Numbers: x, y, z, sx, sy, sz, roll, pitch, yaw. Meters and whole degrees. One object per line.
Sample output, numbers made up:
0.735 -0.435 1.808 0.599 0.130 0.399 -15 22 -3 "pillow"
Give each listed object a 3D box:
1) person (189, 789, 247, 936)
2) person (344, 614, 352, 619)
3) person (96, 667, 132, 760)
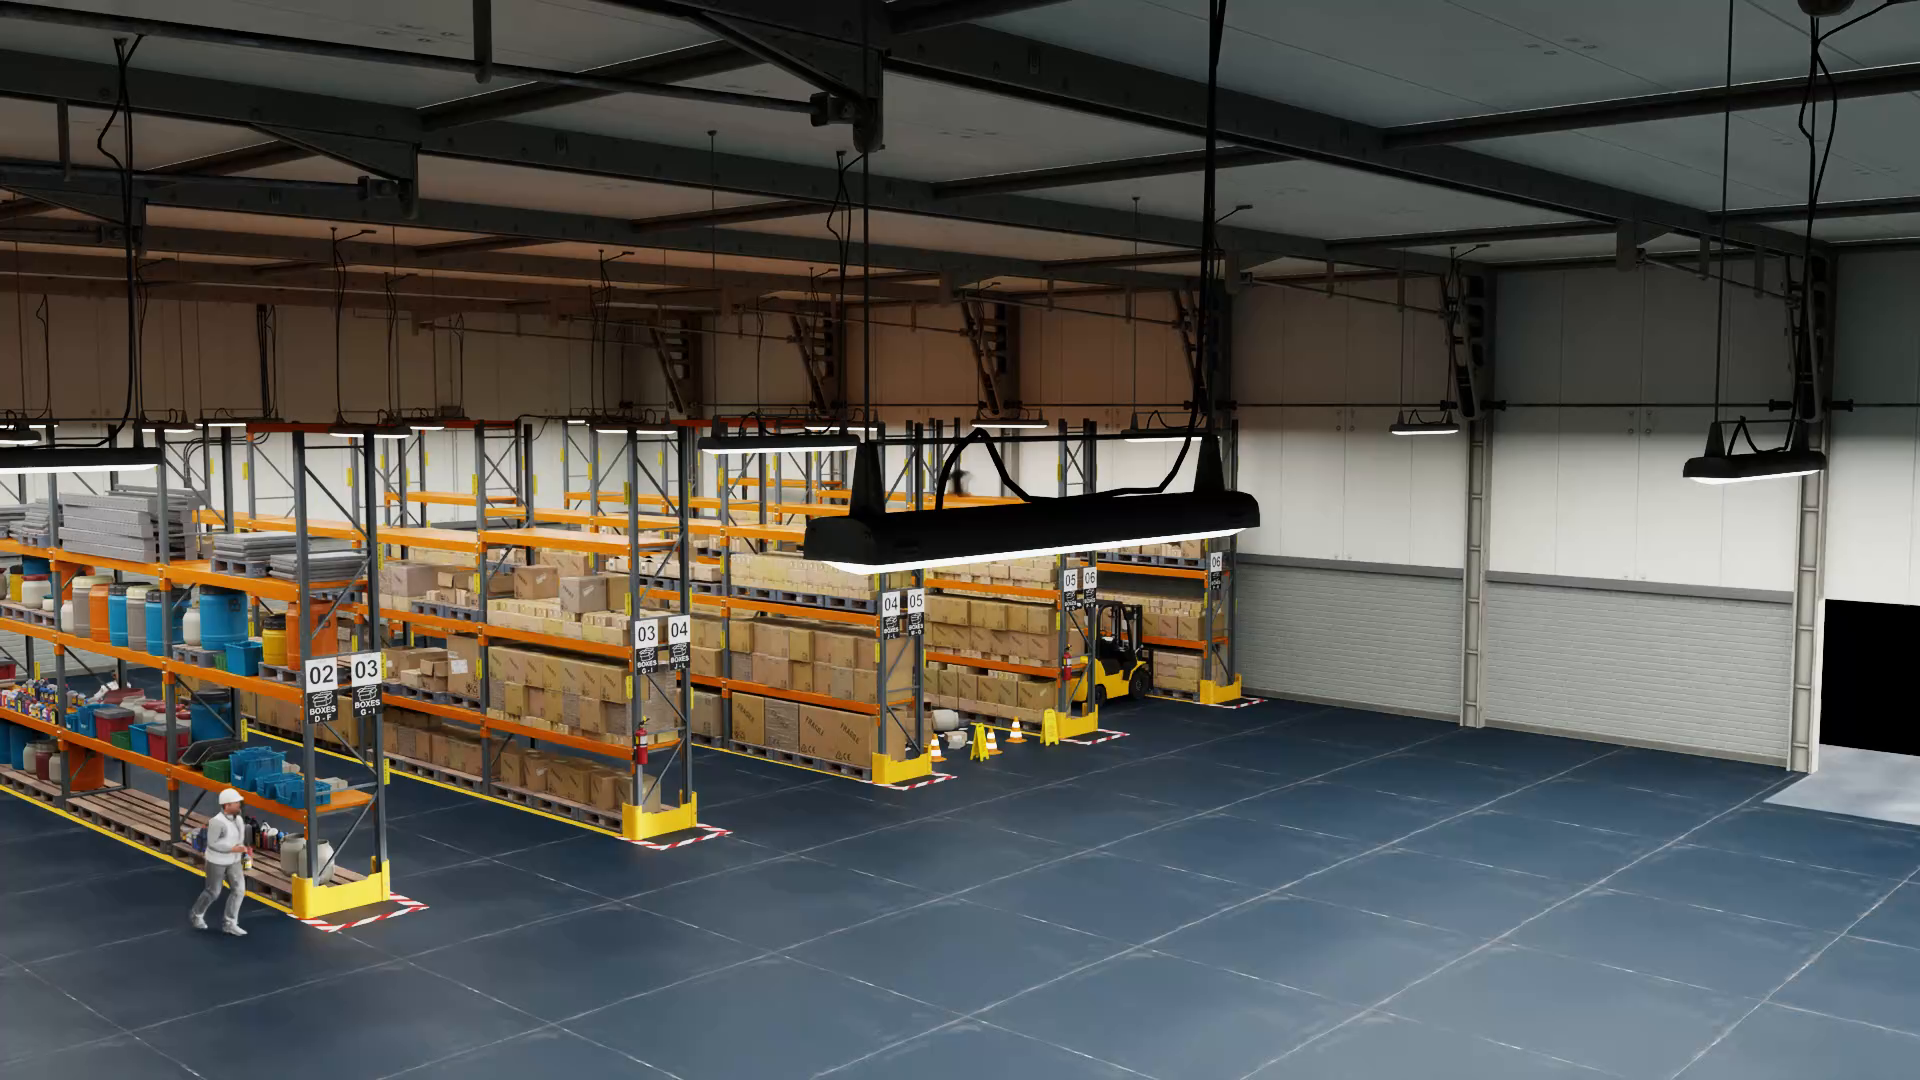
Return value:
-8.891 3.839 19.896 0.790 1.783 0.624 2 5 18 "person"
-13.812 2.491 37.404 0.640 1.675 0.842 -3 6 -32 "person"
-14.945 3.070 29.559 0.650 1.677 0.602 3 6 35 "person"
